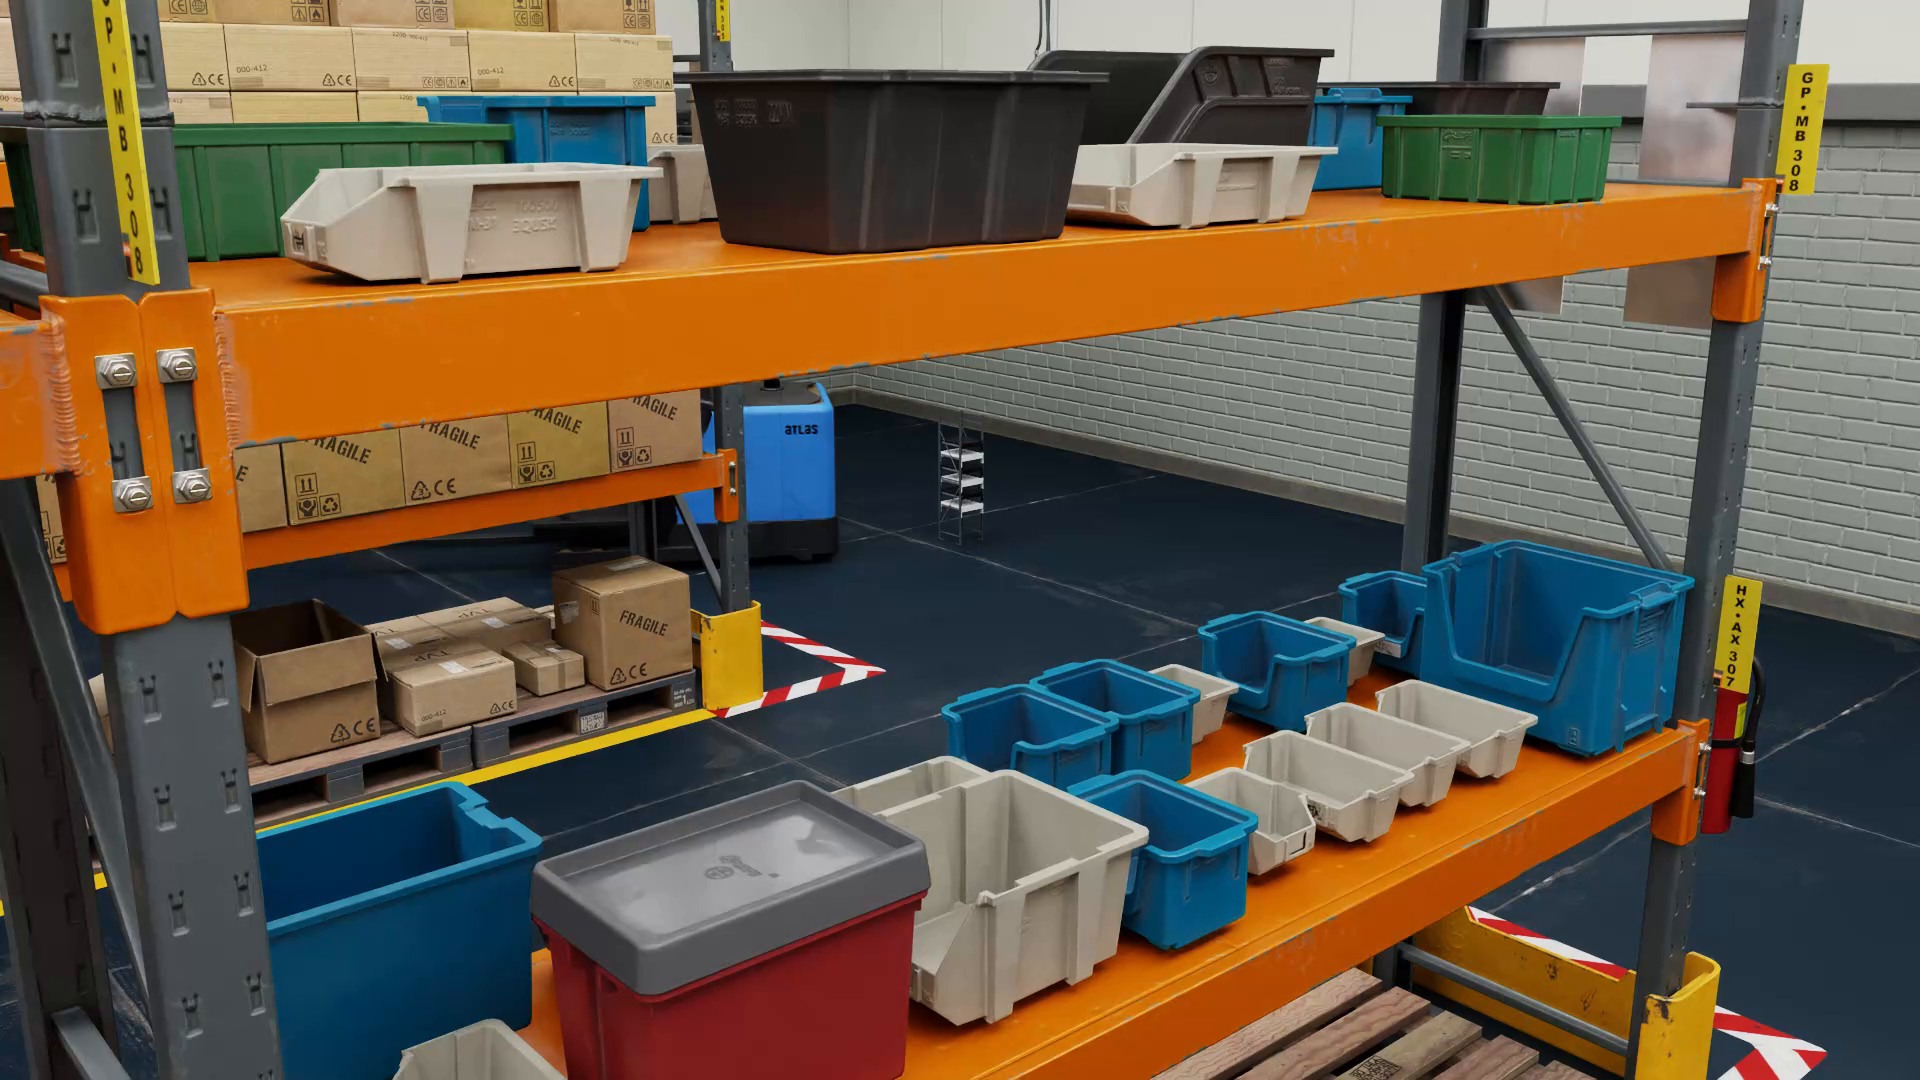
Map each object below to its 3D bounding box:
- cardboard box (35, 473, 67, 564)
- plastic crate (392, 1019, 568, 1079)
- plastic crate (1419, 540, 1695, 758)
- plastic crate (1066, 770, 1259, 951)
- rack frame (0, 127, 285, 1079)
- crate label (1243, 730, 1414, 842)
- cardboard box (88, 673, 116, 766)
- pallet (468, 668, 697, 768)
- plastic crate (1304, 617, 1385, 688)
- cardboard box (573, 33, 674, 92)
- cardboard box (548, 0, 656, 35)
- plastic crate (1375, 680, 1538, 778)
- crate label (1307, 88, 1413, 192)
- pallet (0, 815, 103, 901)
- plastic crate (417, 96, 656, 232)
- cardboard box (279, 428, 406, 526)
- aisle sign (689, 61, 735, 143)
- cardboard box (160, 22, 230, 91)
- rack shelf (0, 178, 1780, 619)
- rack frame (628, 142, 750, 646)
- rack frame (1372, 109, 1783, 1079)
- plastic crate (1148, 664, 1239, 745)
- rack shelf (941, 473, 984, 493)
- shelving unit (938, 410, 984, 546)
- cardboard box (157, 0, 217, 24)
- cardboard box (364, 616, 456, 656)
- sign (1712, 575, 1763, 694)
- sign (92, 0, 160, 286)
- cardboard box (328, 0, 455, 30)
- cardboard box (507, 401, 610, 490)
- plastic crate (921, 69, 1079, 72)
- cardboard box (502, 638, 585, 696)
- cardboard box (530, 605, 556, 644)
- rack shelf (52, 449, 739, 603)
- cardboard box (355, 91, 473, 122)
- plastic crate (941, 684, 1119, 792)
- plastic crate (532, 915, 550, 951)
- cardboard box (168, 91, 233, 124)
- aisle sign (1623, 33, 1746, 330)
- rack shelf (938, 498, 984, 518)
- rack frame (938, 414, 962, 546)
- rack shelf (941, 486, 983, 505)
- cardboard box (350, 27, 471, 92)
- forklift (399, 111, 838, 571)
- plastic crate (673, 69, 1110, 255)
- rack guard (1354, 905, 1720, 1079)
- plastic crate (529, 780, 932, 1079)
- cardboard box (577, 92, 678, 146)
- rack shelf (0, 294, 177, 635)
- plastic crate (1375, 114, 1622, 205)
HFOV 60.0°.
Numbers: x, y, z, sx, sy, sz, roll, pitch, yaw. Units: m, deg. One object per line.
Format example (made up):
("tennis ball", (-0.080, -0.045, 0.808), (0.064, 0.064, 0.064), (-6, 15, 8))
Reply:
("cardboard box", (-3.526, -0.218, 6.561), (0.500, 0.500, 0.500), (-12, 19, -38))
("plastic crate", (-0.780, 0.963, 2.727), (0.243, 0.136, 0.396), (-13, 19, -39))
("plastic crate", (1.663, 0.285, 4.686), (0.499, 0.435, 0.616), (-13, 19, -39))
("plastic crate", (0.412, 0.688, 3.571), (0.300, 0.233, 0.416), (-13, 19, -39))
("rack frame", (-1.225, 0.916, 2.510), (0.127, 3.000, 1.000), (-13, 19, -39))
("crate label", (0.874, 0.608, 4.056), (0.243, 0.136, 0.396), (-13, 19, -39))
("cardboard box", (-3.664, 0.758, 7.456), (0.500, 0.311, 0.500), (-13, 19, -39))
("pallet", (-2.114, 0.768, 8.465), (1.213, 0.211, 1.003), (-13, 19, -39))
("plastic crate", (1.094, 0.352, 5.013), (0.298, 0.136, 0.250), (-13, 19, -39))
("cardboard box", (-1.676, -2.209, 7.715), (0.500, 0.250, 0.500), (-13, 19, -39))
("cardboard box", (-1.833, -2.617, 7.793), (0.500, 0.500, 0.700), (-13, 19, -39))
("plastic crate", (1.296, 0.510, 4.424), (0.243, 0.136, 0.396), (-13, 19, -39))
("crate label", (0.885, -1.046, 4.329), (0.502, 0.251, 0.408), (-13, 19, -39))
("pallet", (-3.955, 1.182, 6.917), (1.213, 0.211, 1.003), (-13, 19, -39))
("plastic crate", (-0.747, -0.669, 2.955), (0.300, 0.233, 0.416), (-13, 19, -39))
("cardboard box", (-2.764, -0.389, 7.201), (0.500, 0.500, 0.500), (-13, 20, -40))
("aisle sign", (-1.203, -1.935, 8.144), (0.004, 0.787, 0.394), (-13, 19, -39))
("cardboard box", (-3.183, -1.869, 6.445), (0.500, 0.250, 0.500), (-13, 19, -39))
("rack shelf", (0.284, -0.525, 3.484), (4.000, 0.370, 1.077), (-13, 19, -39))
("rack frame", (-1.456, -0.727, 8.659), (0.127, 3.000, 1.000), (-13, 19, -39))
("rack frame", (1.793, 0.238, 5.047), (0.127, 3.000, 1.000), (-13, 19, -39))
("plastic crate", (0.582, 0.467, 4.583), (0.298, 0.136, 0.250), (-13, 19, -39))
("rack shelf", (0.006, -0.404, 11.648), (0.200, 0.077, 0.258), (-13, 19, -39))
("shelving unit", (0.006, -0.436, 11.639), (0.210, 0.900, 0.258), (-13, 19, -39))
("cardboard box", (-3.288, -2.263, 6.465), (0.500, 0.500, 0.700), (-13, 19, -39))
("cardboard box", (-2.807, 0.595, 8.185), (0.500, 0.250, 0.500), (-13, 19, -39))
("sign", (2.166, 0.263, 4.635), (0.005, 0.325, 0.100), (-13, 19, -39))
("sign", (-0.865, -0.431, 1.720), (0.005, 0.325, 0.100), (-13, 19, -39))
("cardboard box", (-2.572, -2.444, 7.142), (0.500, 0.500, 0.700), (-13, 19, -39))
("cardboard box", (-2.004, -0.558, 7.832), (0.500, 0.500, 0.500), (-12, 19, -39))
("plastic crate", (-0.082, -0.839, 3.494), (0.530, 0.282, 0.437), (-13, 19, -39))
("cardboard box", (-2.069, 0.620, 8.253), (0.250, 0.166, 0.380), (-13, 19, -39))
("cardboard box", (-2.186, 0.476, 8.795), (0.250, 0.166, 0.380), (-13, 19, -39))
("rack shelf", (-2.965, -0.041, 7.484), (4.000, 0.370, 1.077), (-13, 19, -39))
("cardboard box", (-2.423, -1.796, 7.138), (0.500, 0.250, 0.500), (-13, 19, -39))
("plastic crate", (0.171, 0.541, 4.119), (0.300, 0.233, 0.416), (-13, 19, -39))
("plastic crate", (-0.557, 0.778, 3.443), (0.590, 0.125, 0.437), (-13, 19, -39))
("cardboard box", (-3.186, -1.629, 6.513), (0.500, 0.250, 0.500), (-13, 19, -39))
("aisle sign", (2.039, -0.973, 4.543), (0.004, 0.787, 0.394), (-13, 19, -39))
("rack shelf", (0.006, -0.230, 11.694), (0.200, 0.077, 0.258), (-13, 19, -39))
("rack frame", (-0.071, -0.419, 11.575), (0.006, 0.900, 0.240), (-13, 19, -39))
("rack shelf", (0.006, -0.317, 11.671), (0.200, 0.077, 0.258), (-13, 19, -39))
("cardboard box", (-2.433, -2.040, 7.084), (0.500, 0.250, 0.500), (-13, 19, -39))
("forklift", (-2.383, -1.332, 11.057), (3.031, 2.935, 1.130), (-2, 15, -8))
("plastic crate", (-0.108, -0.628, 2.728), (0.590, 0.269, 0.497), (-13, 19, -39))
("rack guard", (1.802, 1.439, 5.394), (0.348, 0.500, 1.175), (-13, 19, -39))
("plastic crate", (-0.387, 0.753, 2.877), (0.583, 0.464, 0.402), (-13, 19, -39))
("cardboard box", (-1.670, -1.965, 7.774), (0.500, 0.250, 0.500), (-13, 19, -39))
("rack shelf", (-2.733, 0.153, 0.947), (4.000, 0.370, 1.077), (-13, 19, -39))
("plastic crate", (1.236, -0.886, 3.853), (0.336, 0.188, 0.450), (-13, 19, -39))
